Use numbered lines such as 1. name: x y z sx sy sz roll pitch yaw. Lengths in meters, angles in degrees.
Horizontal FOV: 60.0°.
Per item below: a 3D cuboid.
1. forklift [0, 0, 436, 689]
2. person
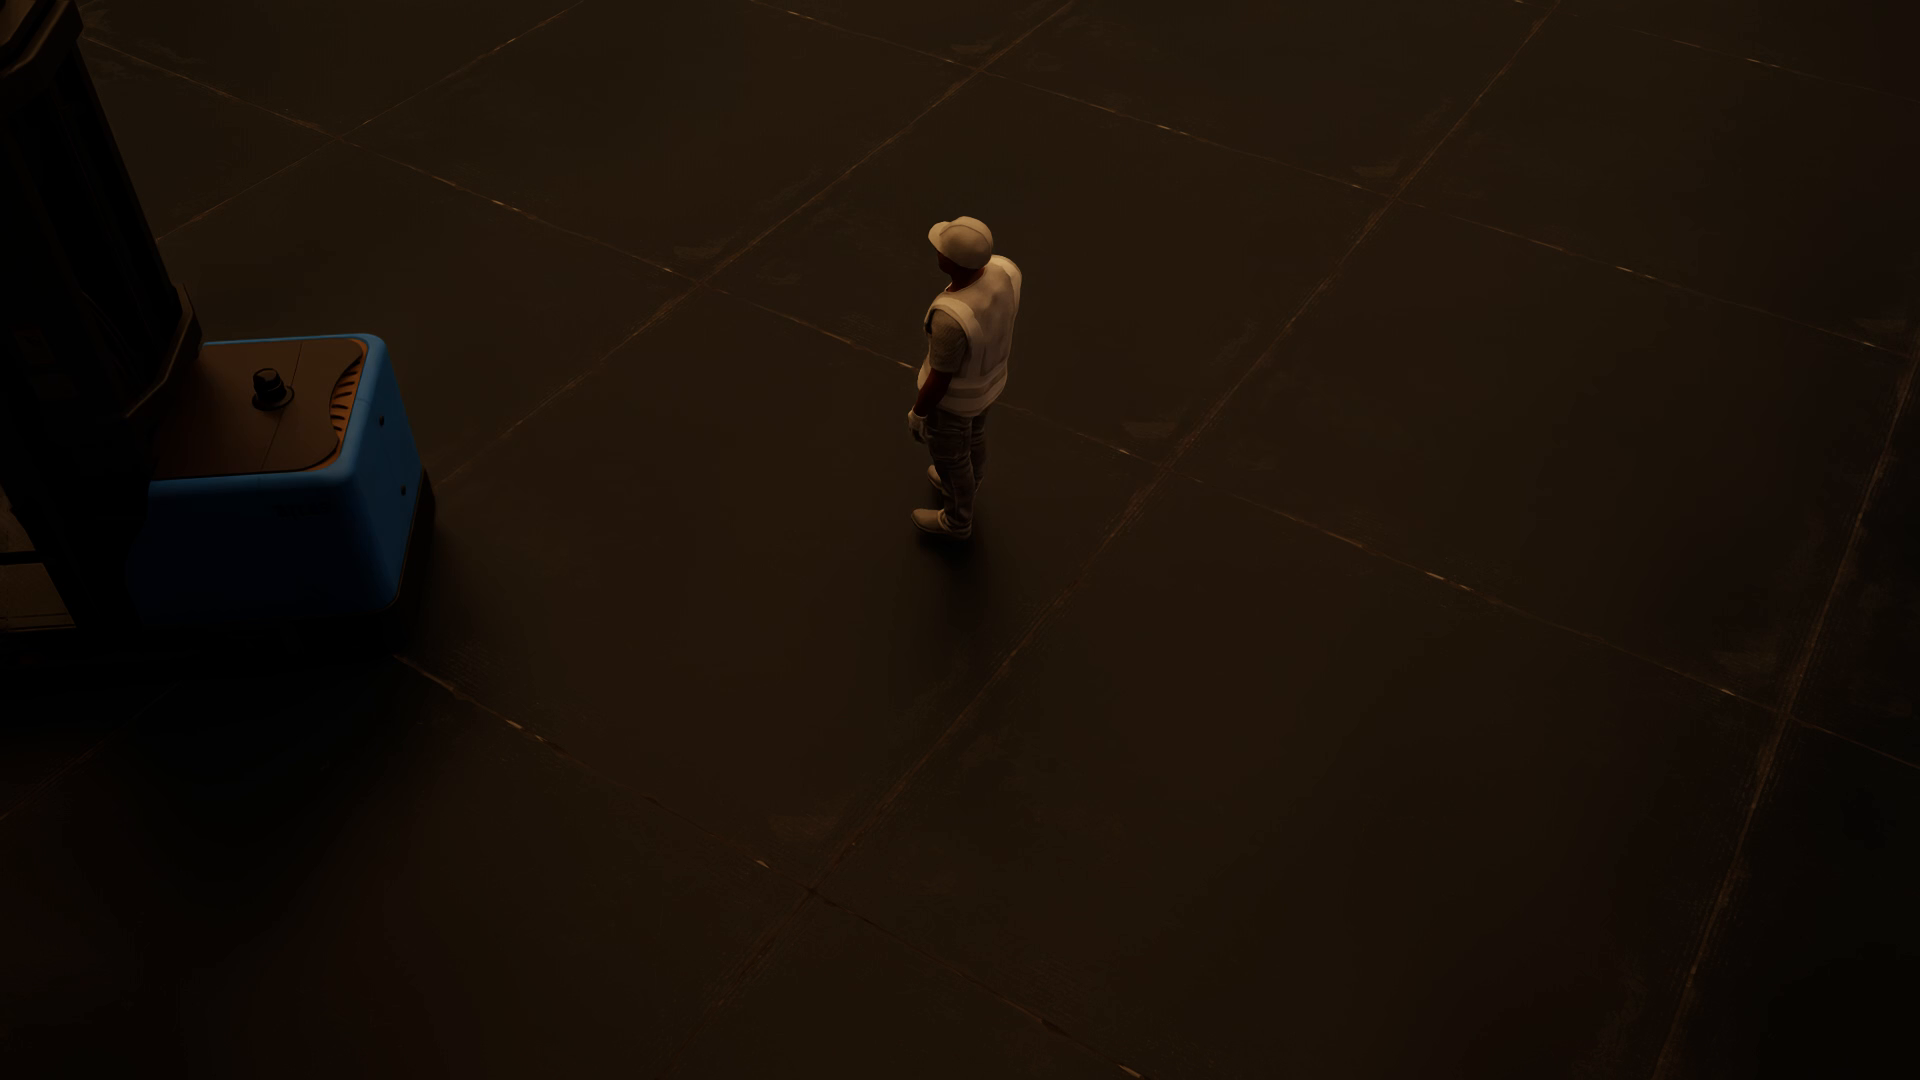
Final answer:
1. forklift: -4.003 -0.786 6.677 3.031 2.935 1.130 -4 44 -4
2. person: -0.056 -0.713 7.366 0.575 1.784 0.657 24 48 23
